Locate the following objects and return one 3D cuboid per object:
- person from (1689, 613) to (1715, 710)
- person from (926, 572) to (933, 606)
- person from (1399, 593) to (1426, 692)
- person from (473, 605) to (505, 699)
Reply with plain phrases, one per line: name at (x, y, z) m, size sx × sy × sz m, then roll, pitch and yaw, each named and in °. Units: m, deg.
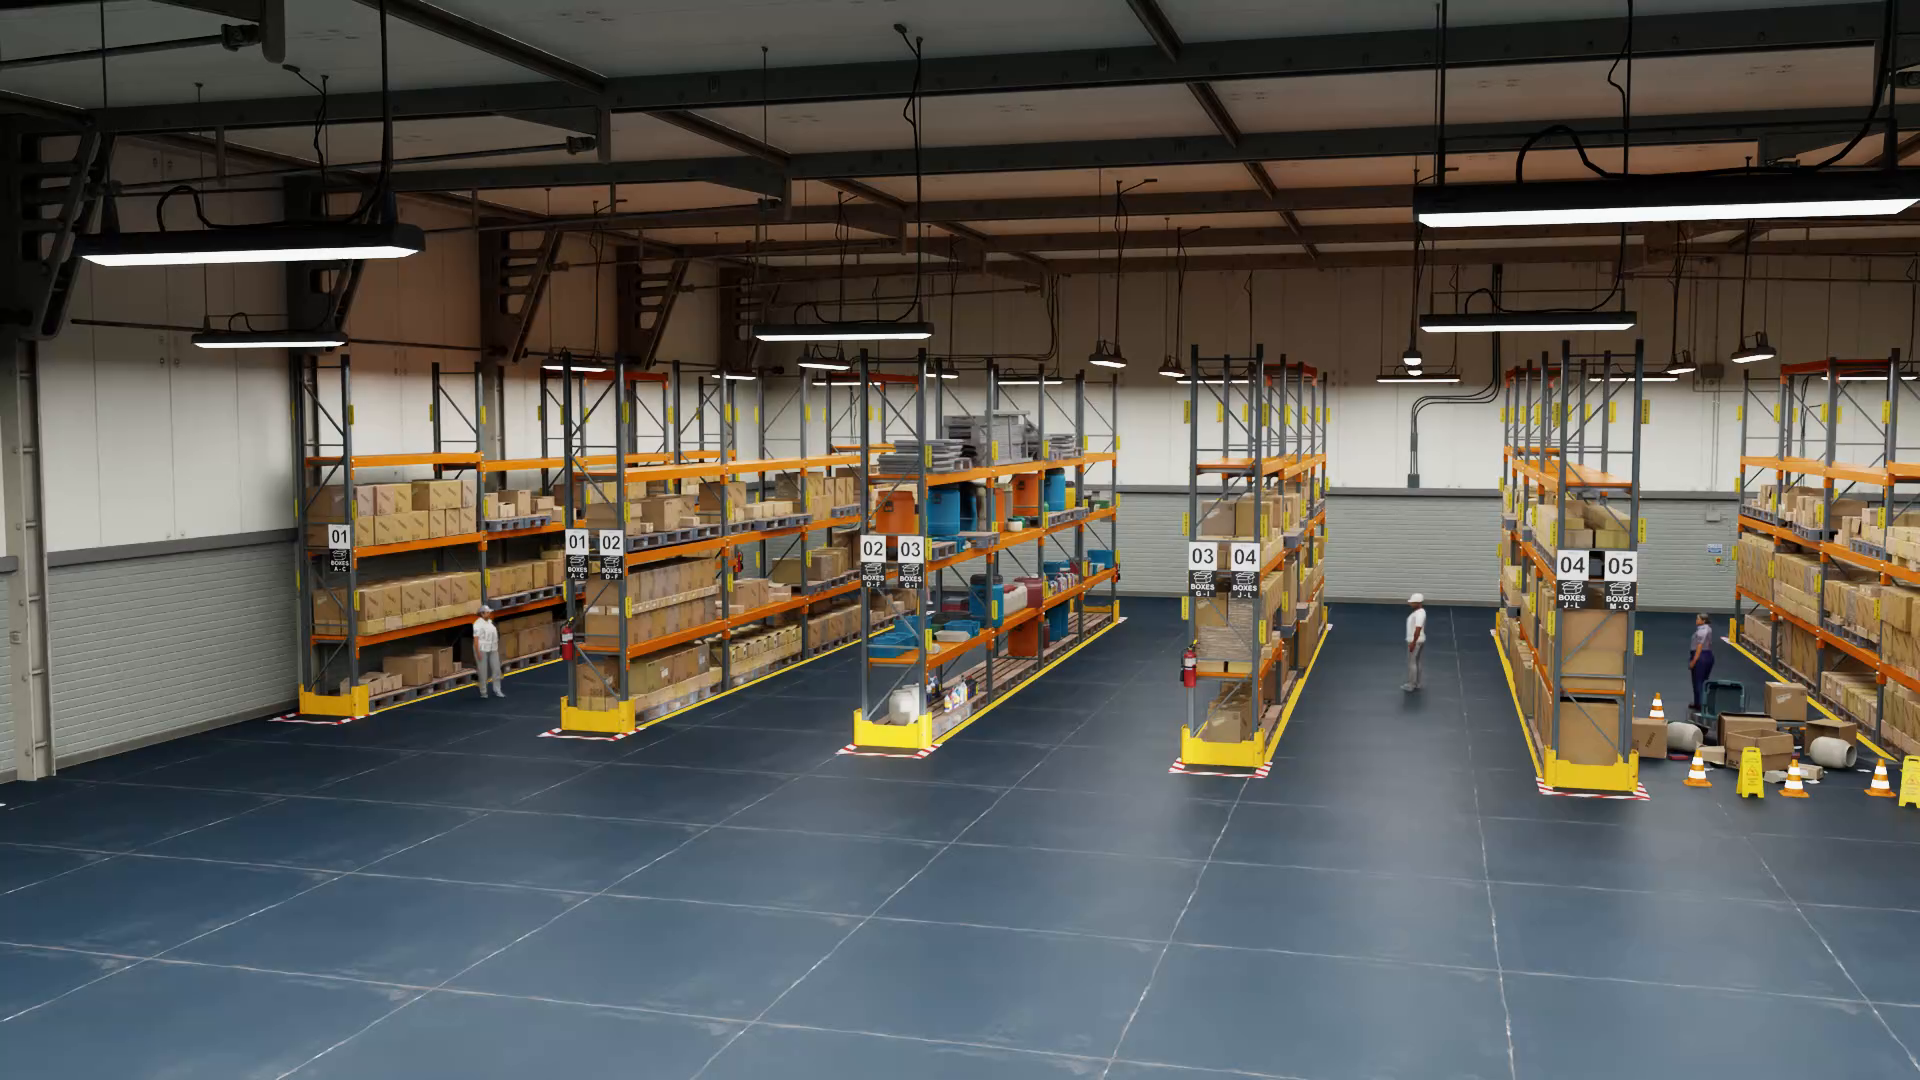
person at (12.610, 2.061, 28.390) m, size 0.536 × 1.662 × 0.448 m, roll -3°, pitch 5°, yaw -36°
person at (-0.994, 0.901, 43.904) m, size 0.530 × 1.628 × 0.997 m, roll -2°, pitch 5°, yaw -24°
person at (8.240, 1.855, 30.239) m, size 0.466 × 1.768 × 0.623 m, roll 2°, pitch 5°, yaw 24°
person at (-8.407, 1.975, 29.514) m, size 0.415 × 1.664 × 0.545 m, roll 4°, pitch 6°, yaw 42°
